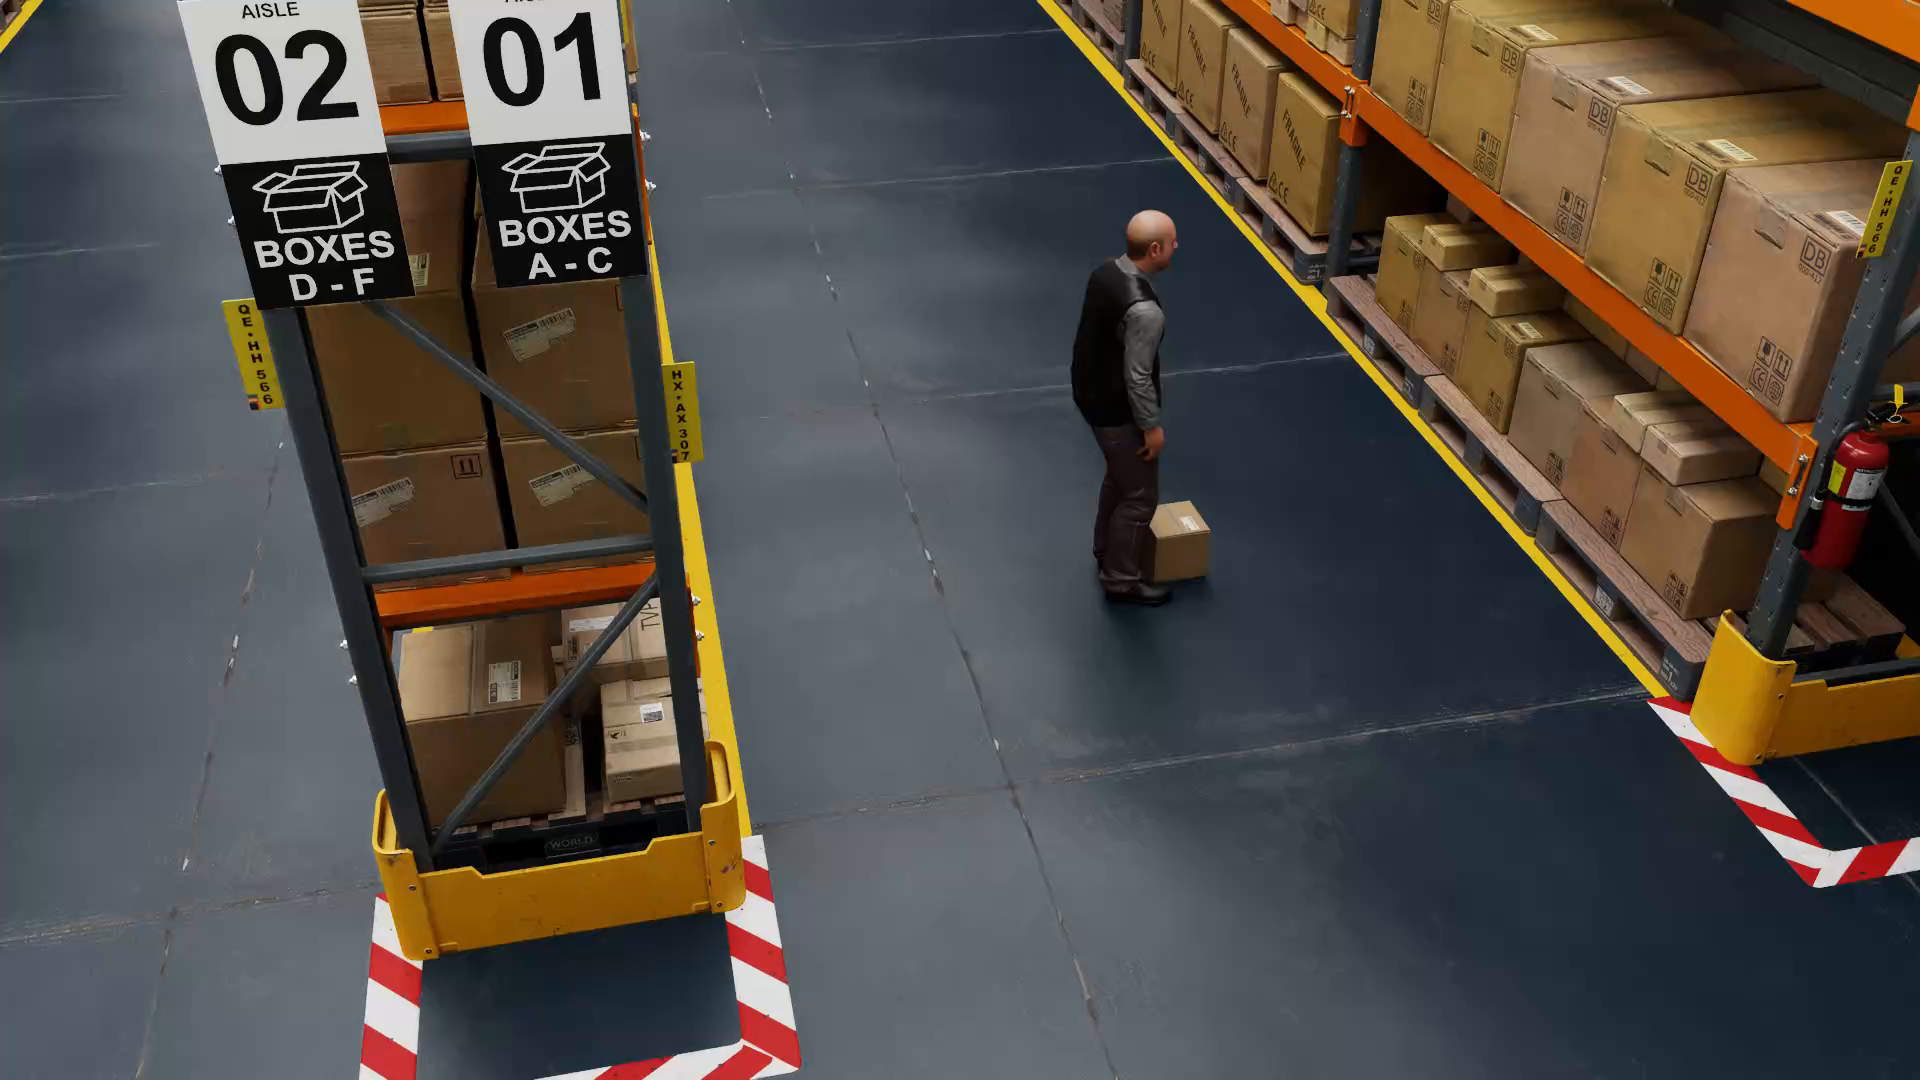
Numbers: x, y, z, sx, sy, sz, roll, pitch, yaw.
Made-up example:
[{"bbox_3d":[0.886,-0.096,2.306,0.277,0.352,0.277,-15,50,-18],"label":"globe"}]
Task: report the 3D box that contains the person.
[{"bbox_3d":[0.702,-0.560,6.990,0.463,1.721,0.581,-7,35,-10],"label":"person"}]
